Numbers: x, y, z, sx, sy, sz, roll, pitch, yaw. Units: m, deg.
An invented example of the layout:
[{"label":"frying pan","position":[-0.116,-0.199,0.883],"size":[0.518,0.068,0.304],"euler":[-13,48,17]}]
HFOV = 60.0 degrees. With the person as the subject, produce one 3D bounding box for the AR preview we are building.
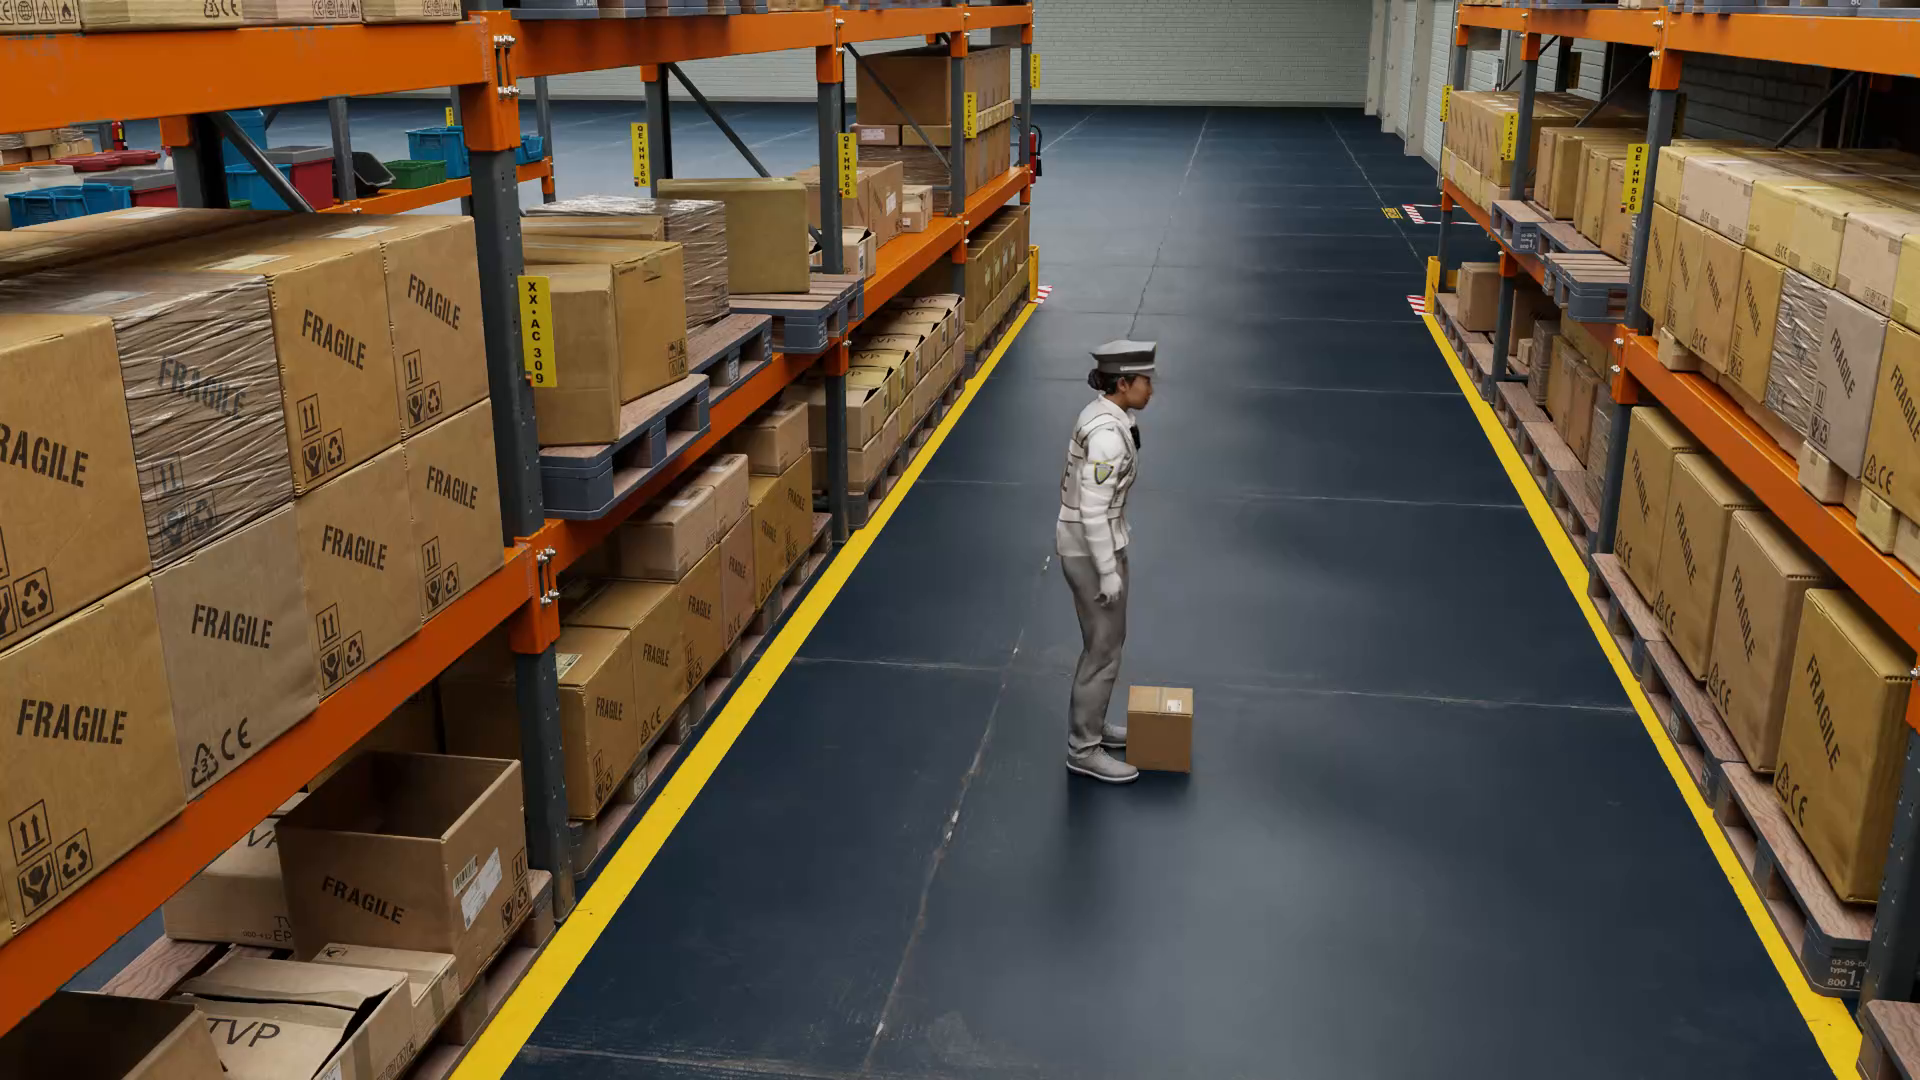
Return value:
[{"label":"person","position":[0.551,0.062,6.357],"size":[0.376,1.663,0.530],"euler":[3,18,8]}]
